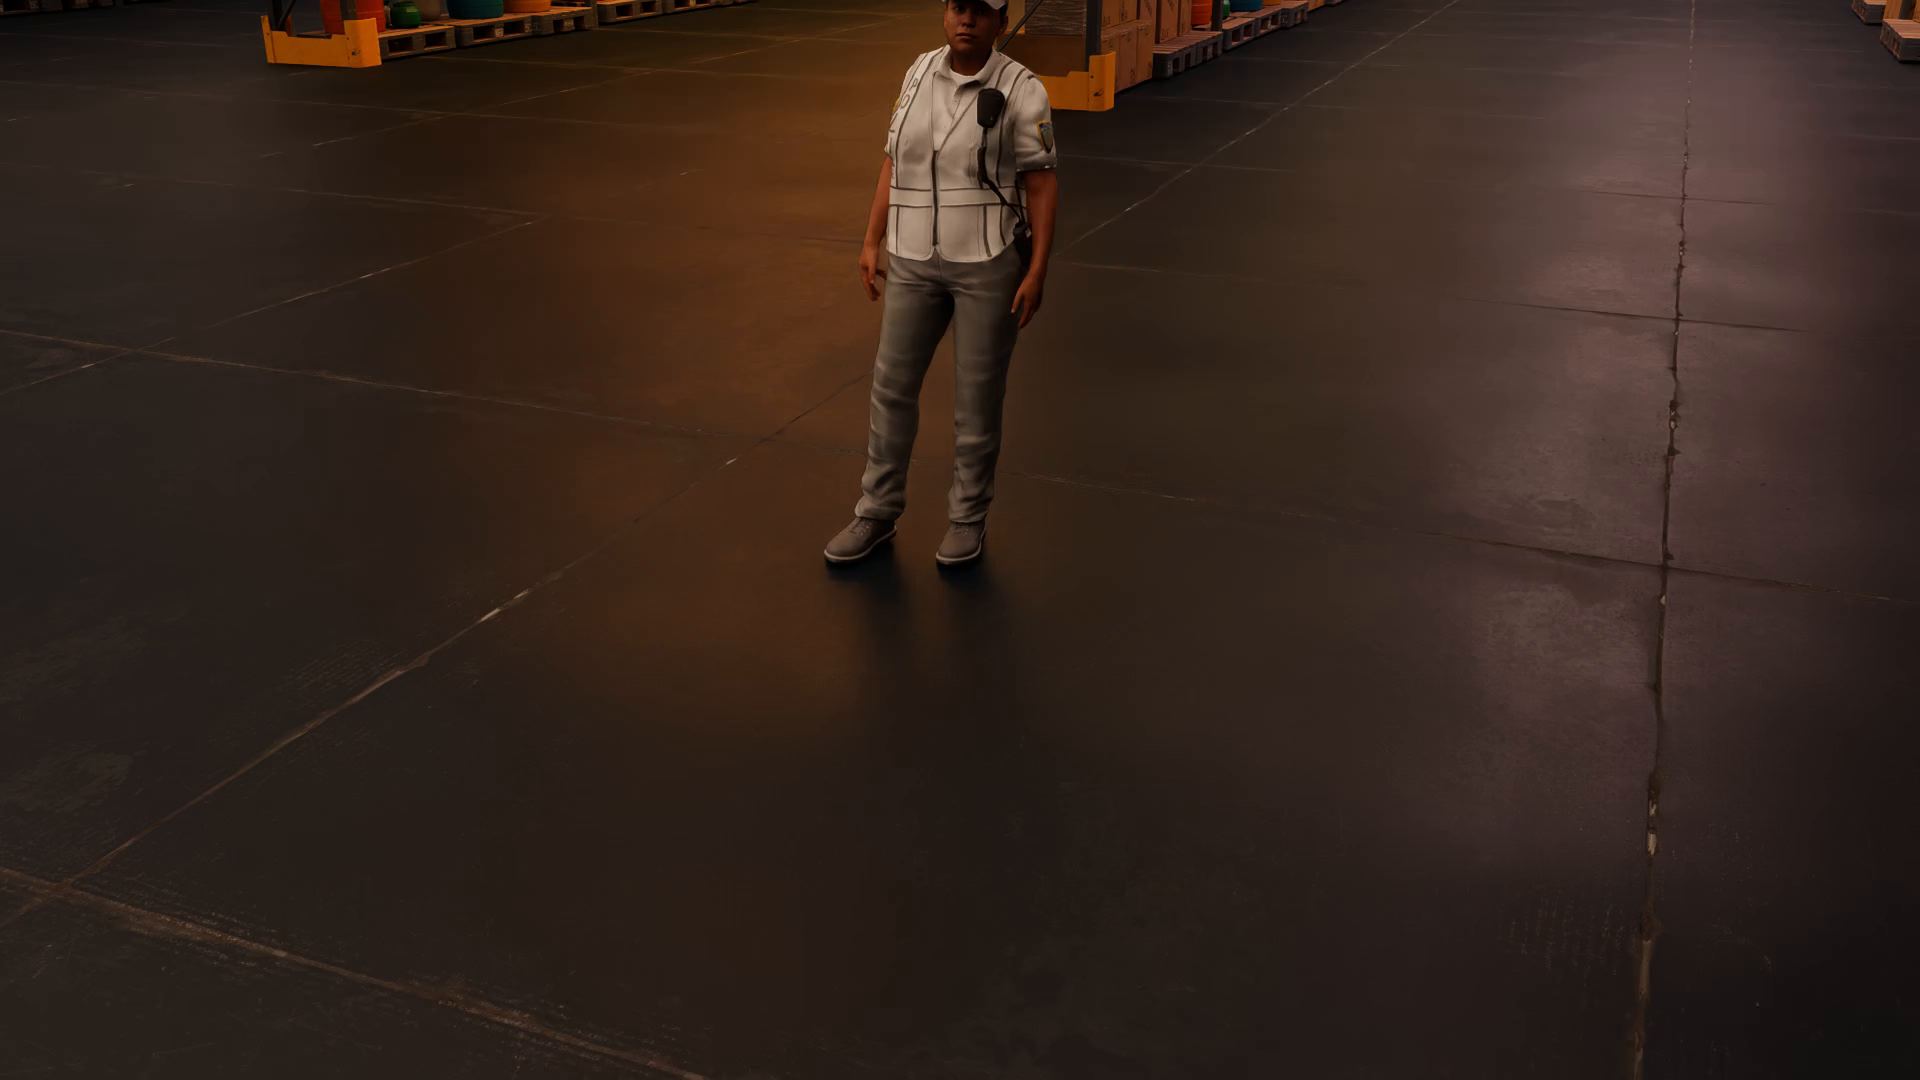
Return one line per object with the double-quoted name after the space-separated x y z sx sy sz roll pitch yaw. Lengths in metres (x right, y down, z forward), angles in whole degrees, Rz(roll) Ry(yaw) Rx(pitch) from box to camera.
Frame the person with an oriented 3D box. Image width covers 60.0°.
-0.050 -0.753 4.711 0.598 1.670 0.529 9 24 21 "person"
